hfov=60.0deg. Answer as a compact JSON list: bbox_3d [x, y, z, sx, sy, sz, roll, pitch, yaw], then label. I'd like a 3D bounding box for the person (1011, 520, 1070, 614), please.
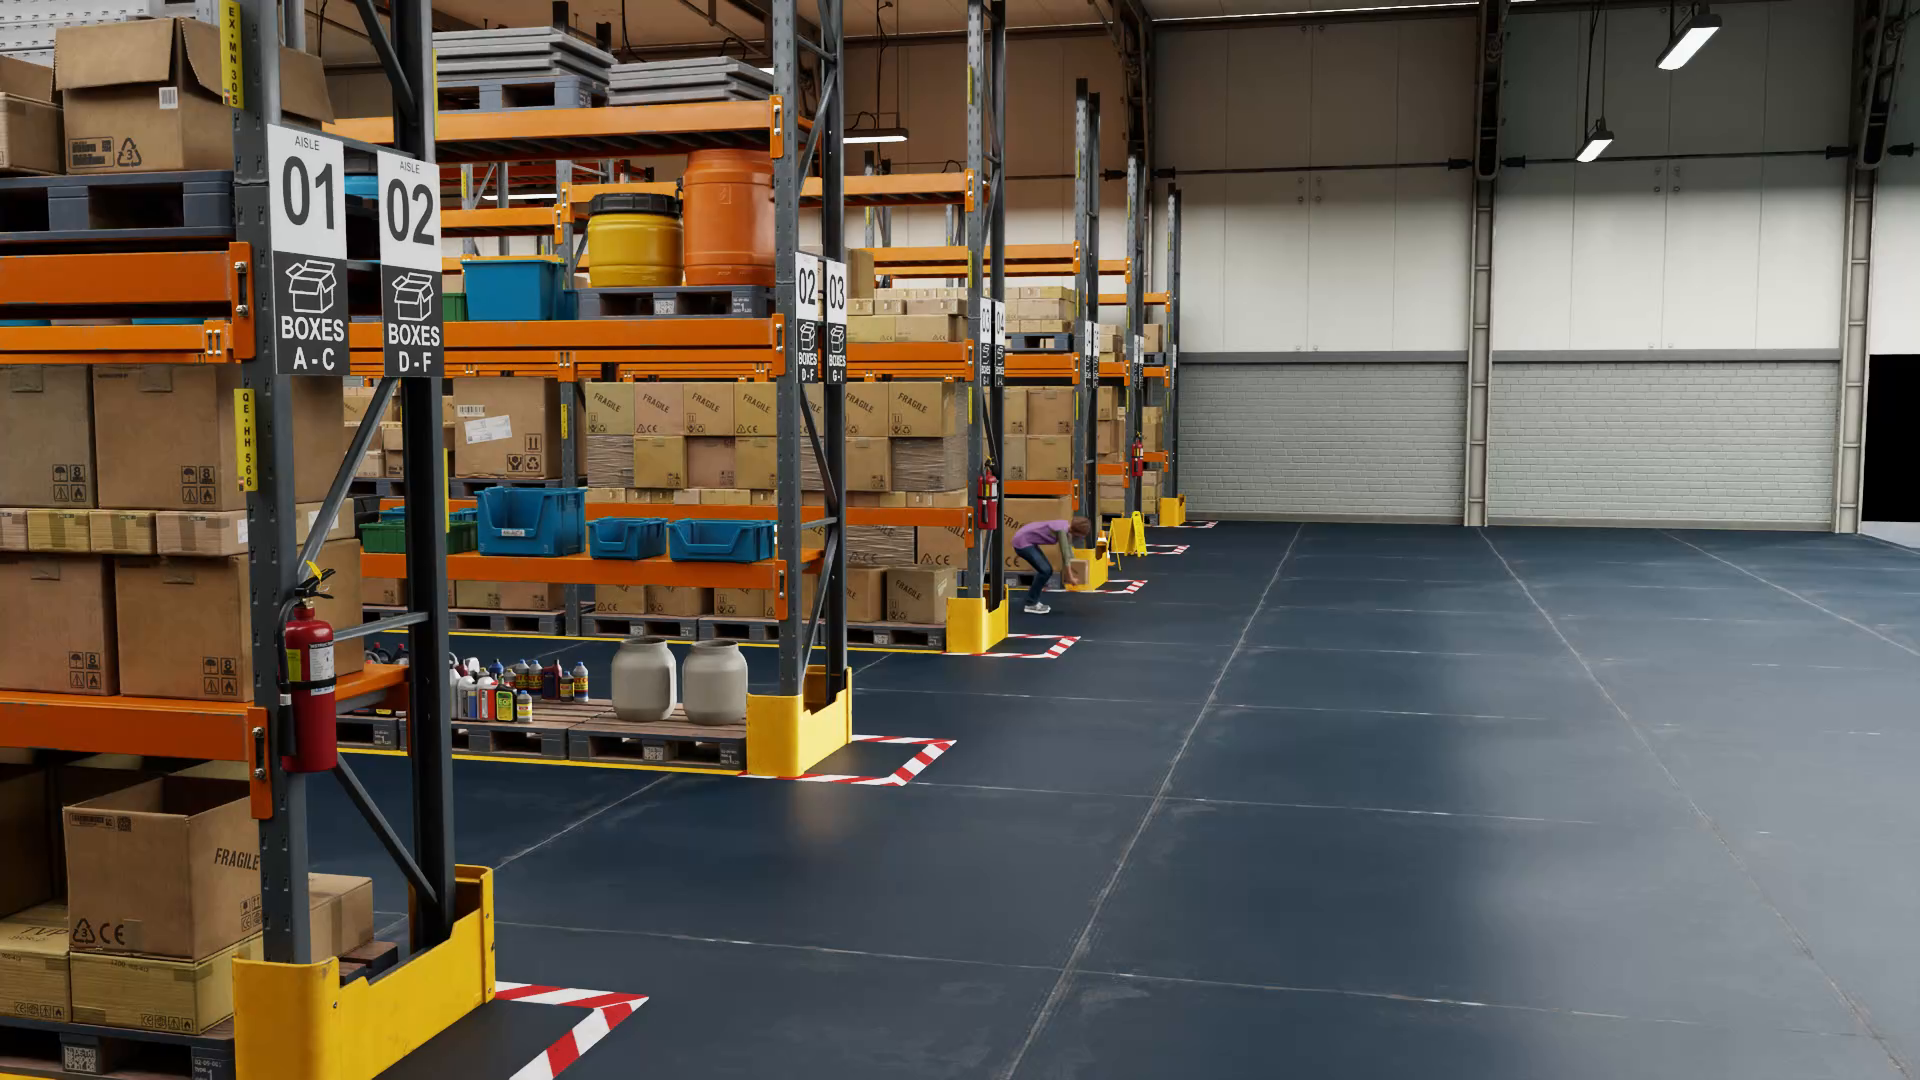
[{"bbox_3d":[0.864,0.279,17.842,0.635,1.005,0.369,1,5,11],"label":"person"}]
